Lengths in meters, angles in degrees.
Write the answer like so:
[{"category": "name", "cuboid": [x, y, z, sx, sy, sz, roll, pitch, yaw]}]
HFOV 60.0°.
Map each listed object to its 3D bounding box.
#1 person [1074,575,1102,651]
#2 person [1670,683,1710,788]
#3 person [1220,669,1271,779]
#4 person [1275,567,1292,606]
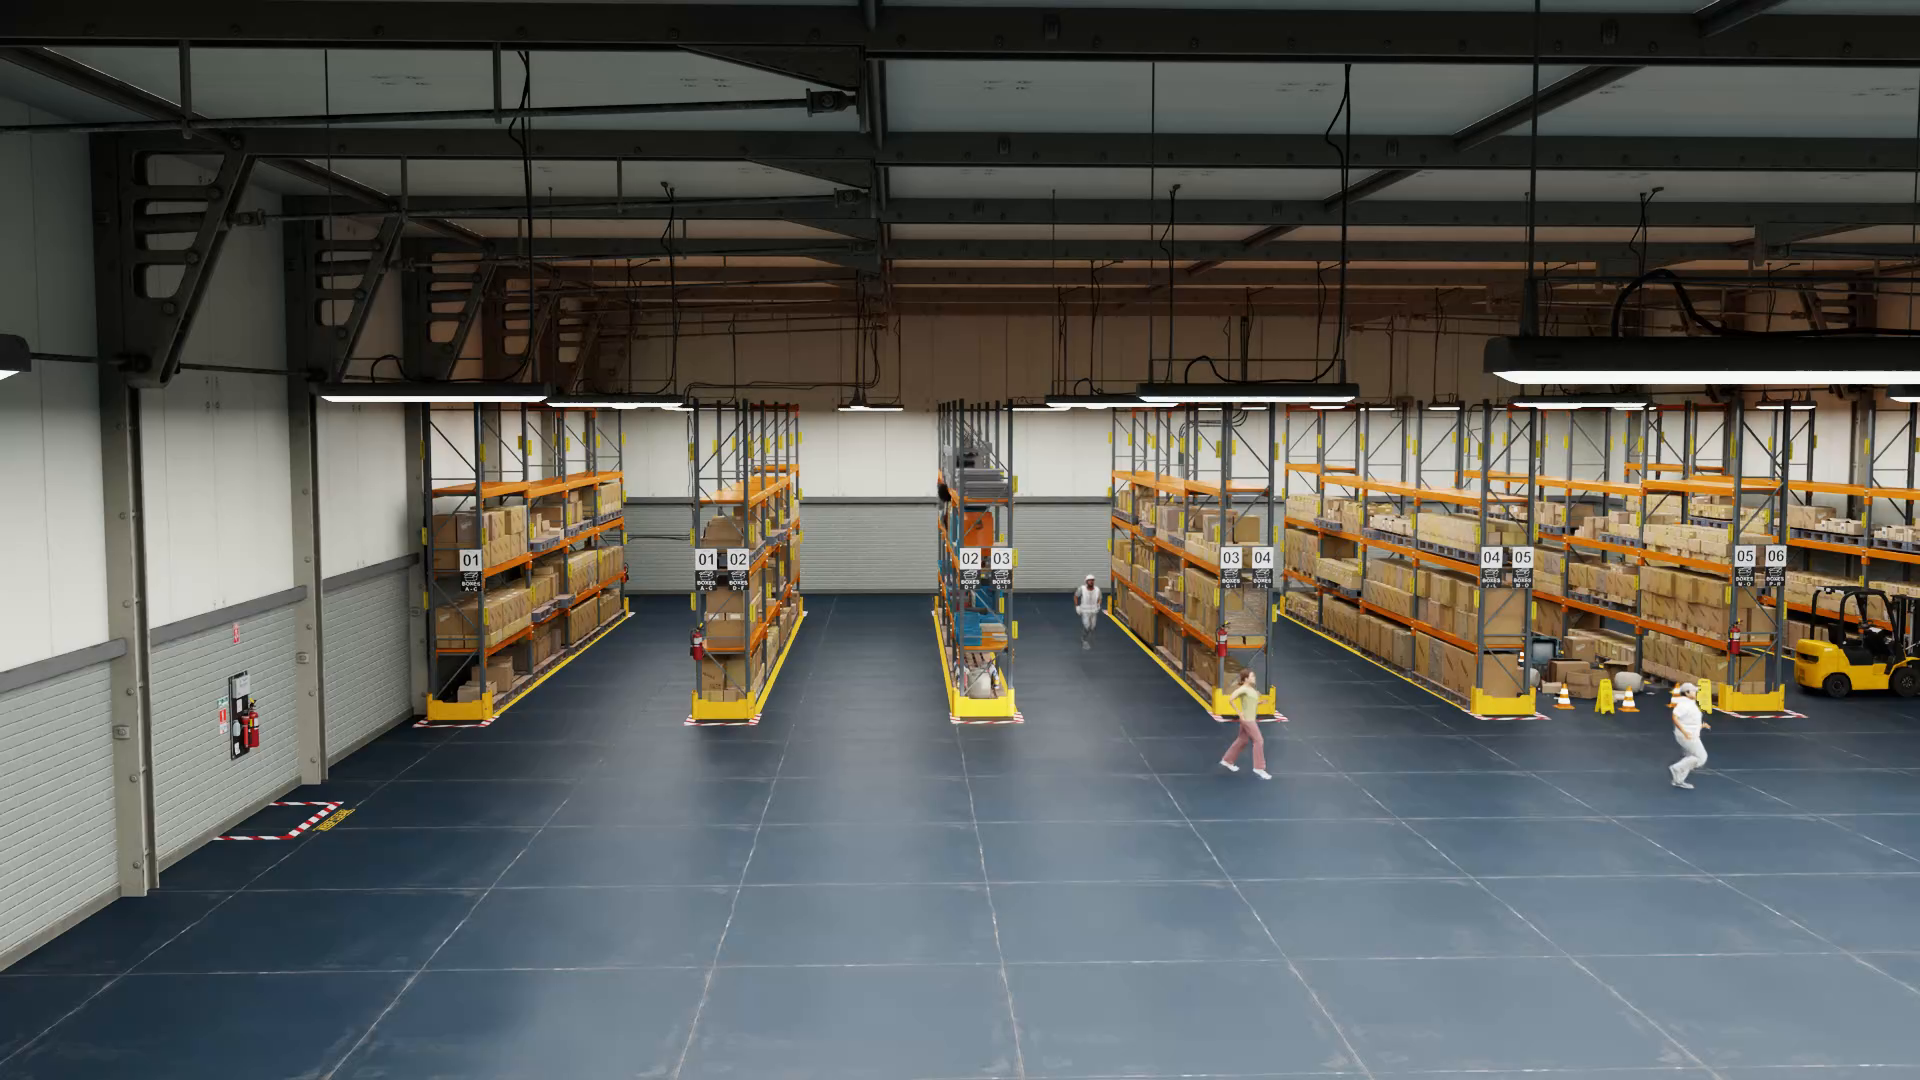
[{"category": "person", "cuboid": [2.975, 1.675, 38.192, 0.609, 1.775, 0.736, -1, 4, -13]}, {"category": "person", "cuboid": [11.144, 2.987, 25.361, 0.538, 1.625, 0.600, 2, 5, 27]}, {"category": "person", "cuboid": [4.519, 2.883, 26.231, 0.830, 1.715, 0.552, 1, 5, 18]}, {"category": "person", "cuboid": [9.613, 1.187, 49.119, 0.736, 1.643, 0.702, 1, 5, 17]}]
